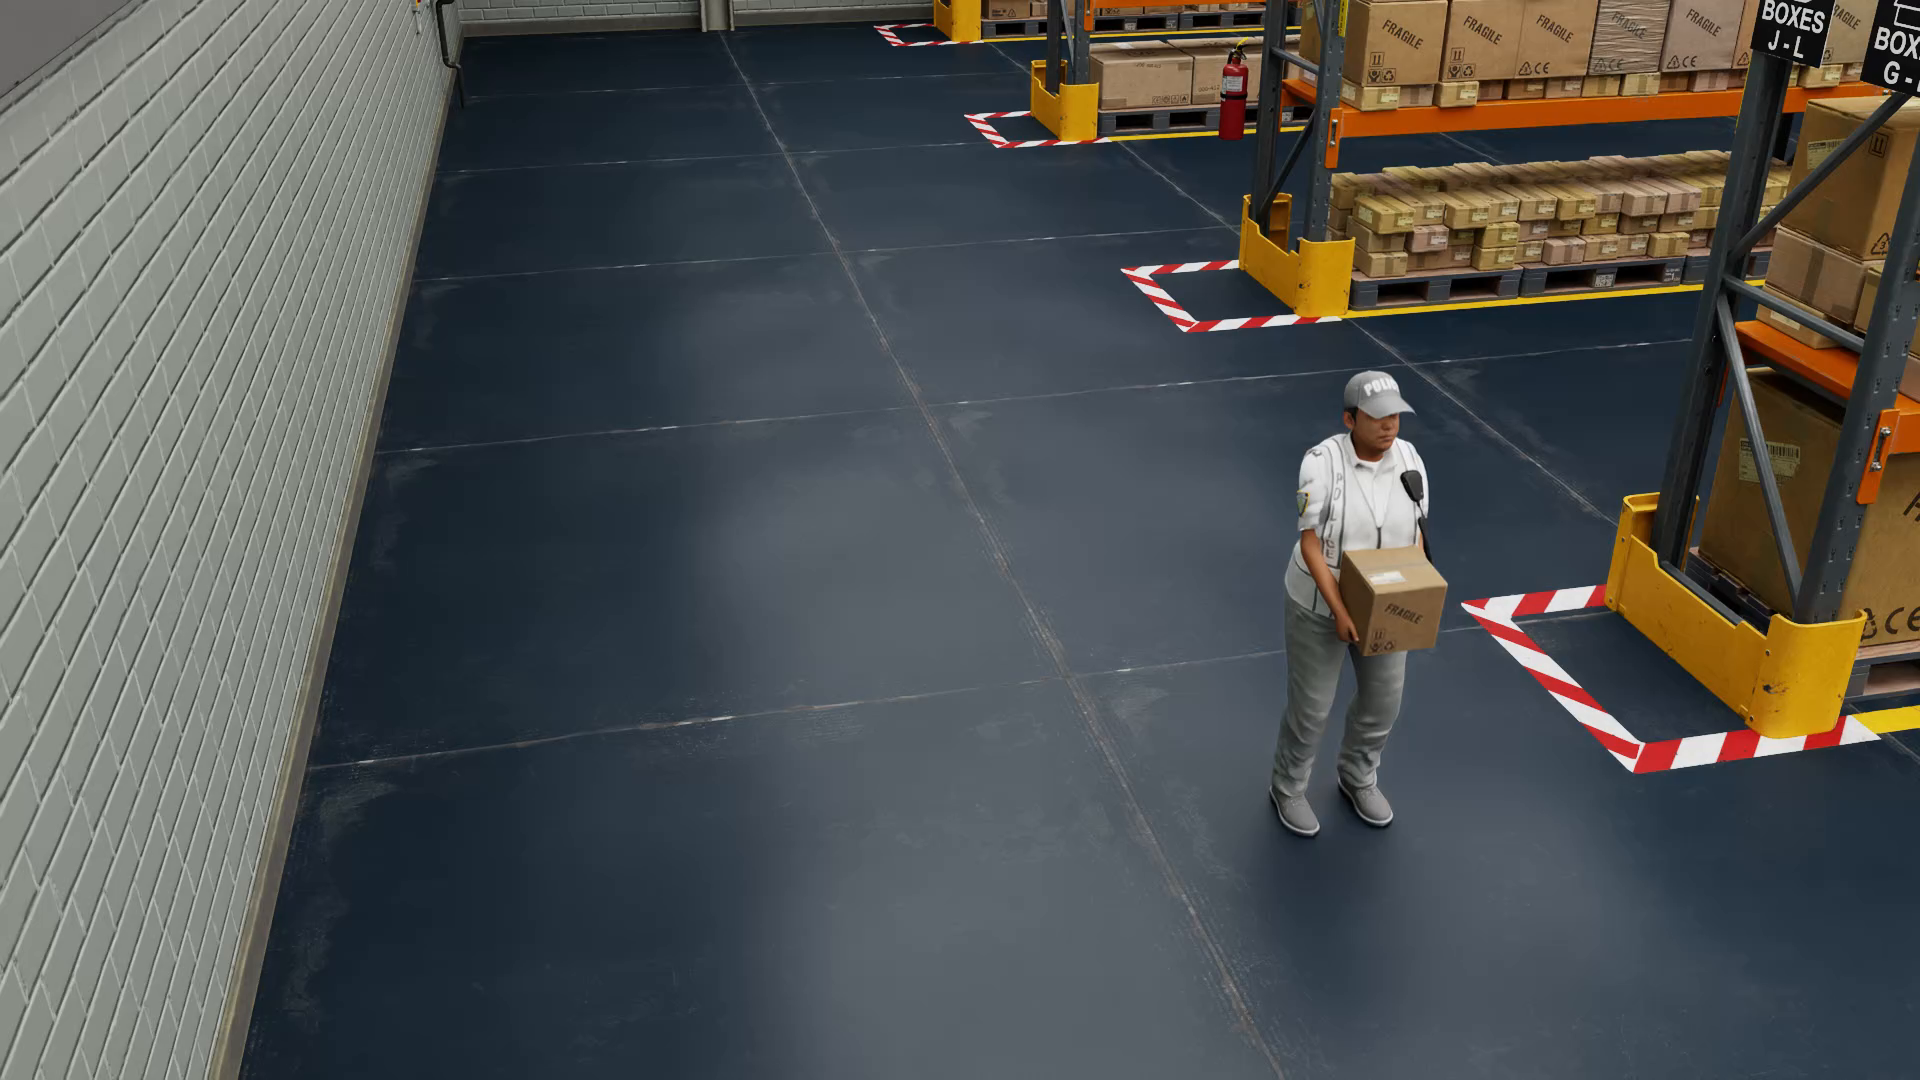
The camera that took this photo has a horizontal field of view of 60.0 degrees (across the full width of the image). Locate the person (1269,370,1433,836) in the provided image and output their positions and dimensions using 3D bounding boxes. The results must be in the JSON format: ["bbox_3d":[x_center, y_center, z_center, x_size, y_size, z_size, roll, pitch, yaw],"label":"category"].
[{"bbox_3d":[1.354,0.255,5.622,0.453,1.653,0.541,-6,27,-11],"label":"person"}]
